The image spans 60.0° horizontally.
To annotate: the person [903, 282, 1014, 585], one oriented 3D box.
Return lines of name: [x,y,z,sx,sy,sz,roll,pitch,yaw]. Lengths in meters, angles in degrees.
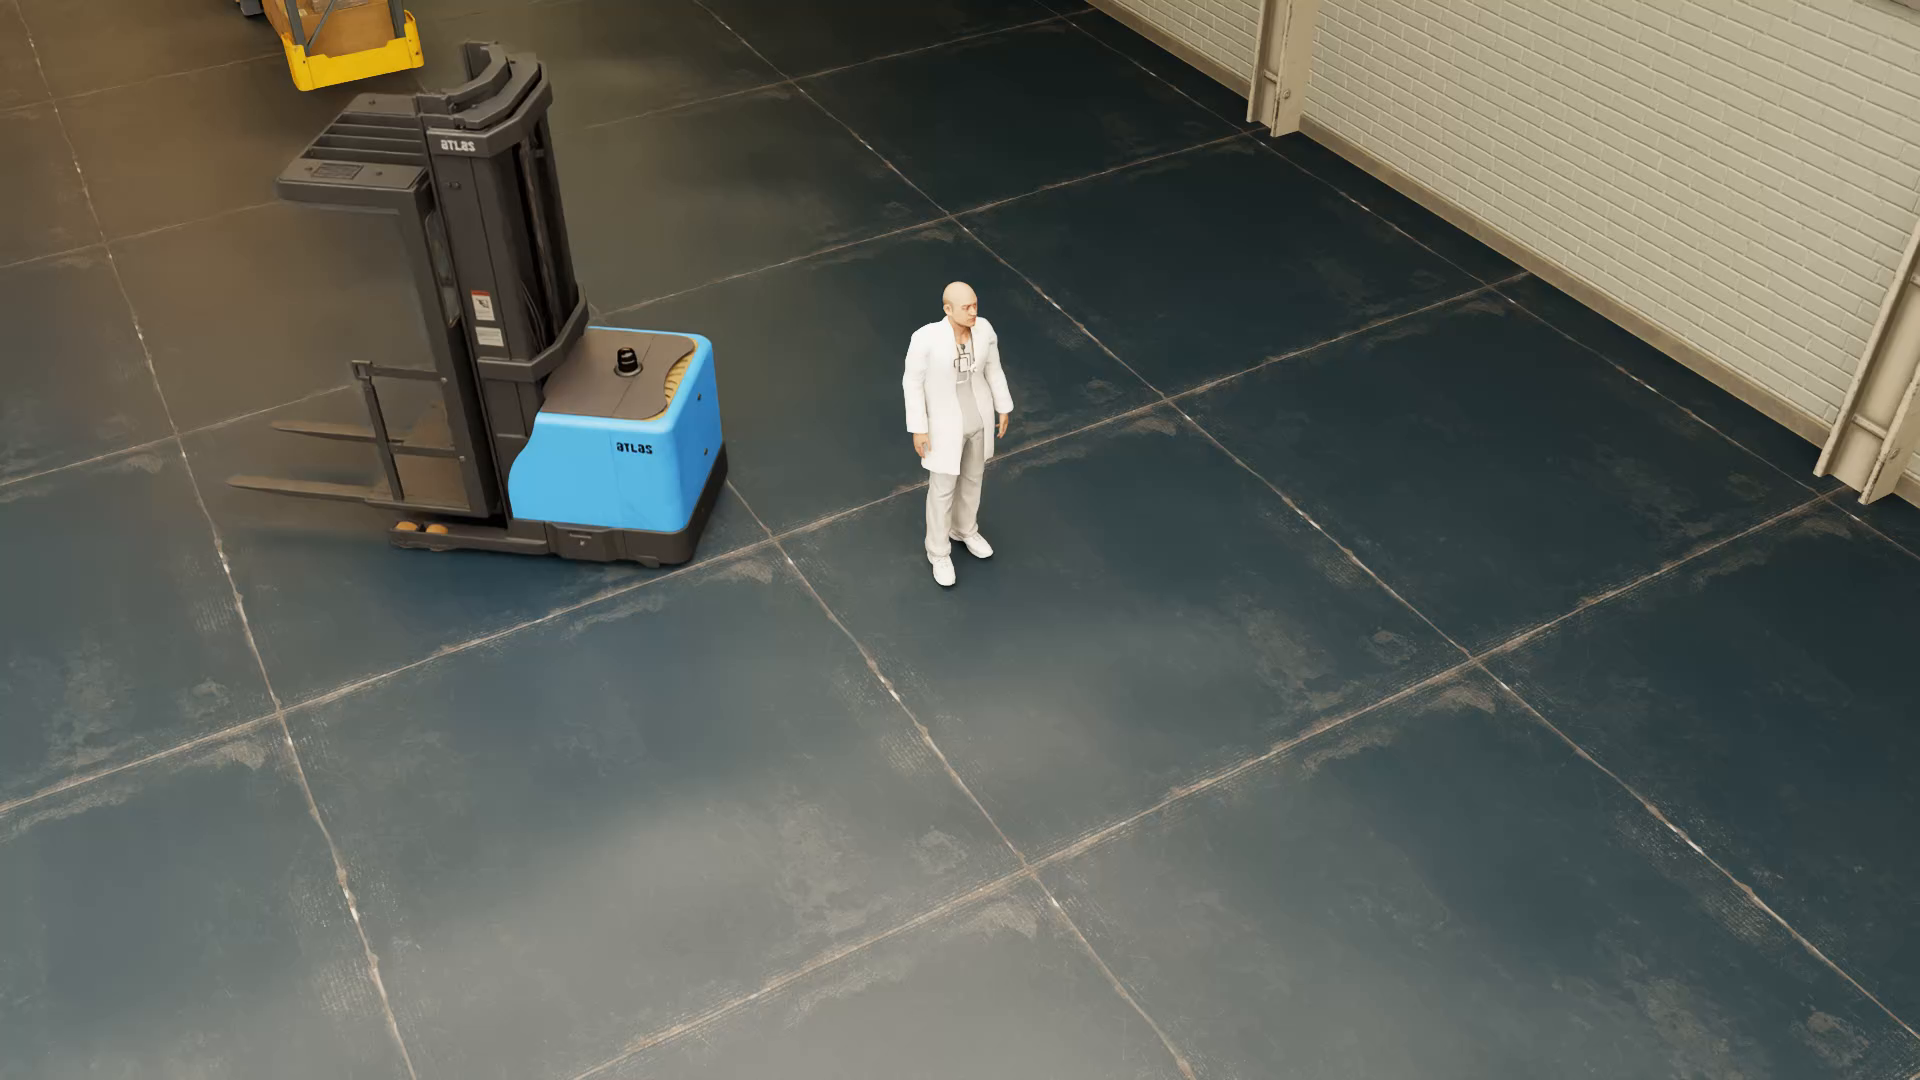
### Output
person: [0.041,-0.638,9.698,0.694,1.776,0.581,-20,44,-23]

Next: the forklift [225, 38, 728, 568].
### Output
forklift: [-3.061,-1.387,9.708,3.031,2.935,1.130,5,40,6]
